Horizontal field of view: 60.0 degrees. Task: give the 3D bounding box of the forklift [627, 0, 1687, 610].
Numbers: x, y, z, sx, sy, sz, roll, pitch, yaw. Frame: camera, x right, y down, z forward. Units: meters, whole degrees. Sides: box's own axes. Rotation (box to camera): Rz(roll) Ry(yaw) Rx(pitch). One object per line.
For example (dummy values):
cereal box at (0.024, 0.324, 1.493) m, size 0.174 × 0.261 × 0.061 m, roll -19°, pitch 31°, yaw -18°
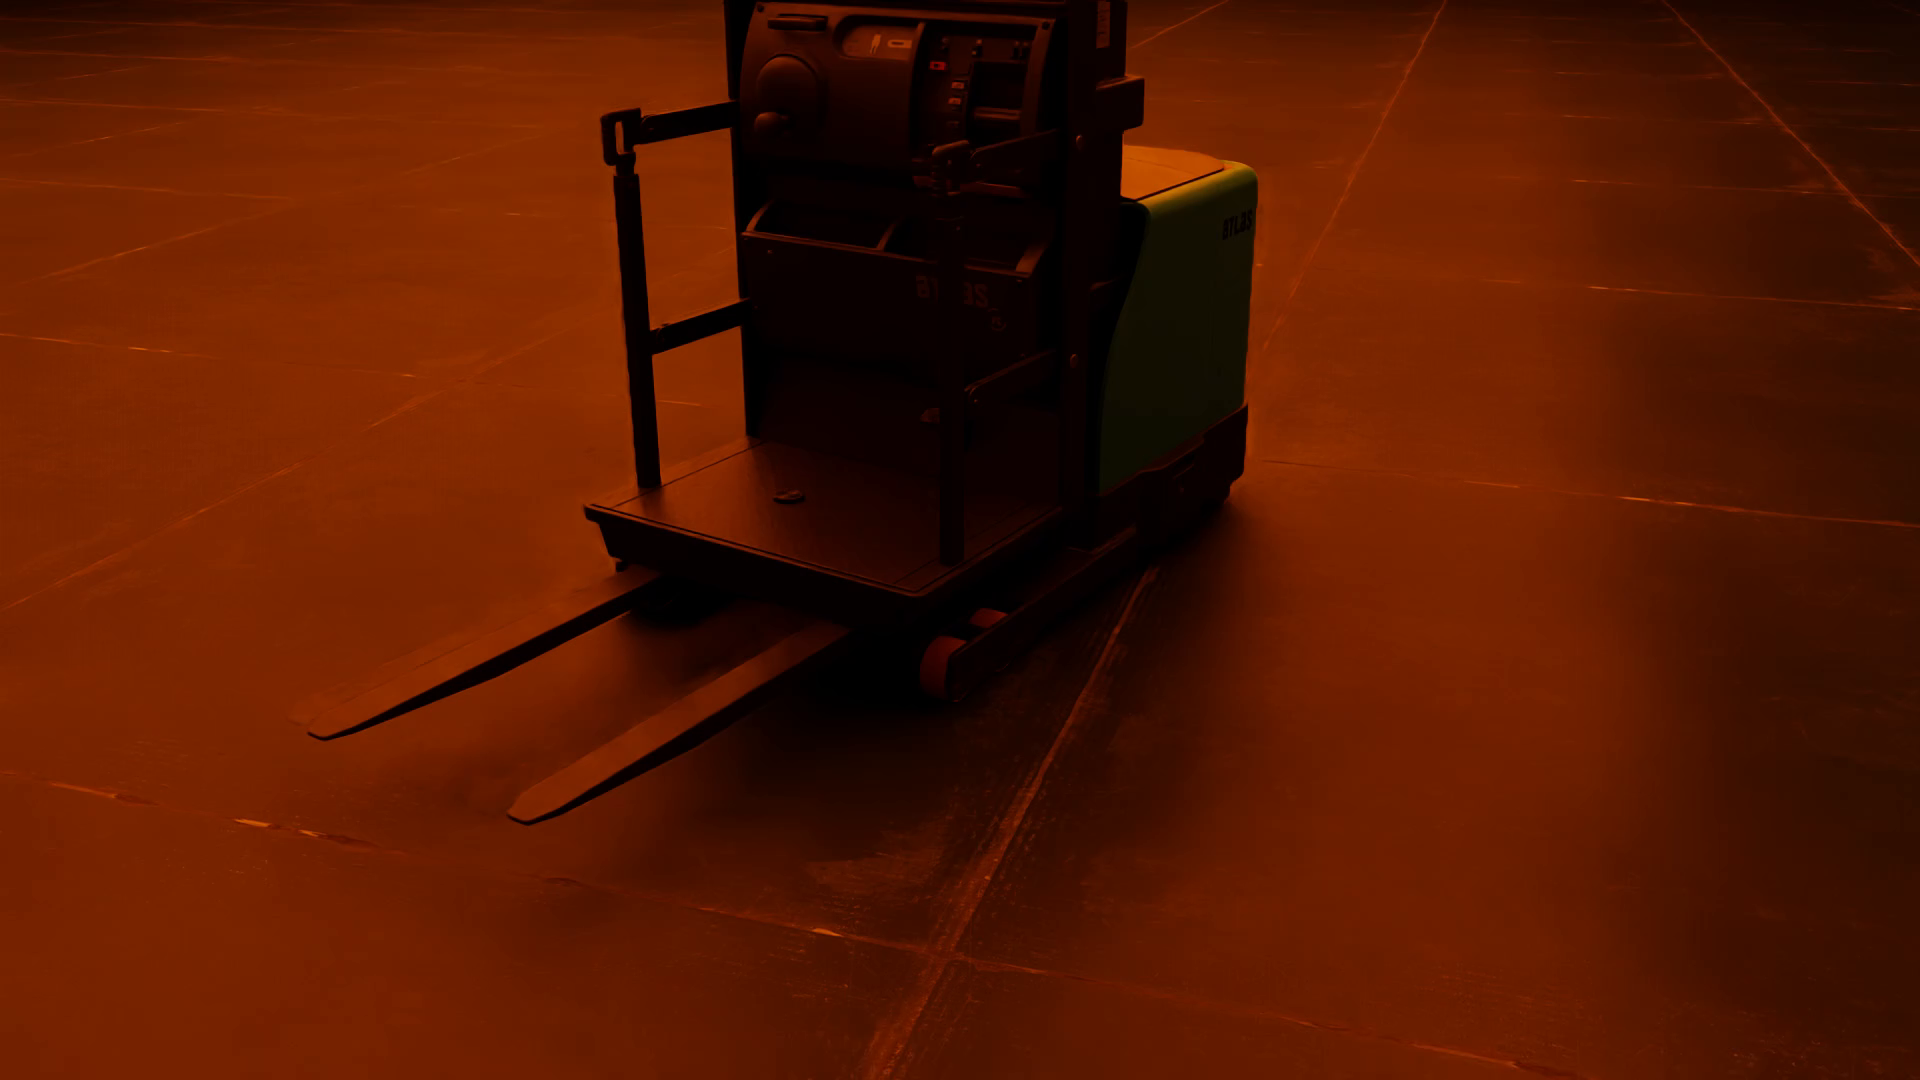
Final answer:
forklift at (0.606, -1.374, 4.608) m, size 3.031 × 2.935 × 1.130 m, roll -2°, pitch 23°, yaw -4°
